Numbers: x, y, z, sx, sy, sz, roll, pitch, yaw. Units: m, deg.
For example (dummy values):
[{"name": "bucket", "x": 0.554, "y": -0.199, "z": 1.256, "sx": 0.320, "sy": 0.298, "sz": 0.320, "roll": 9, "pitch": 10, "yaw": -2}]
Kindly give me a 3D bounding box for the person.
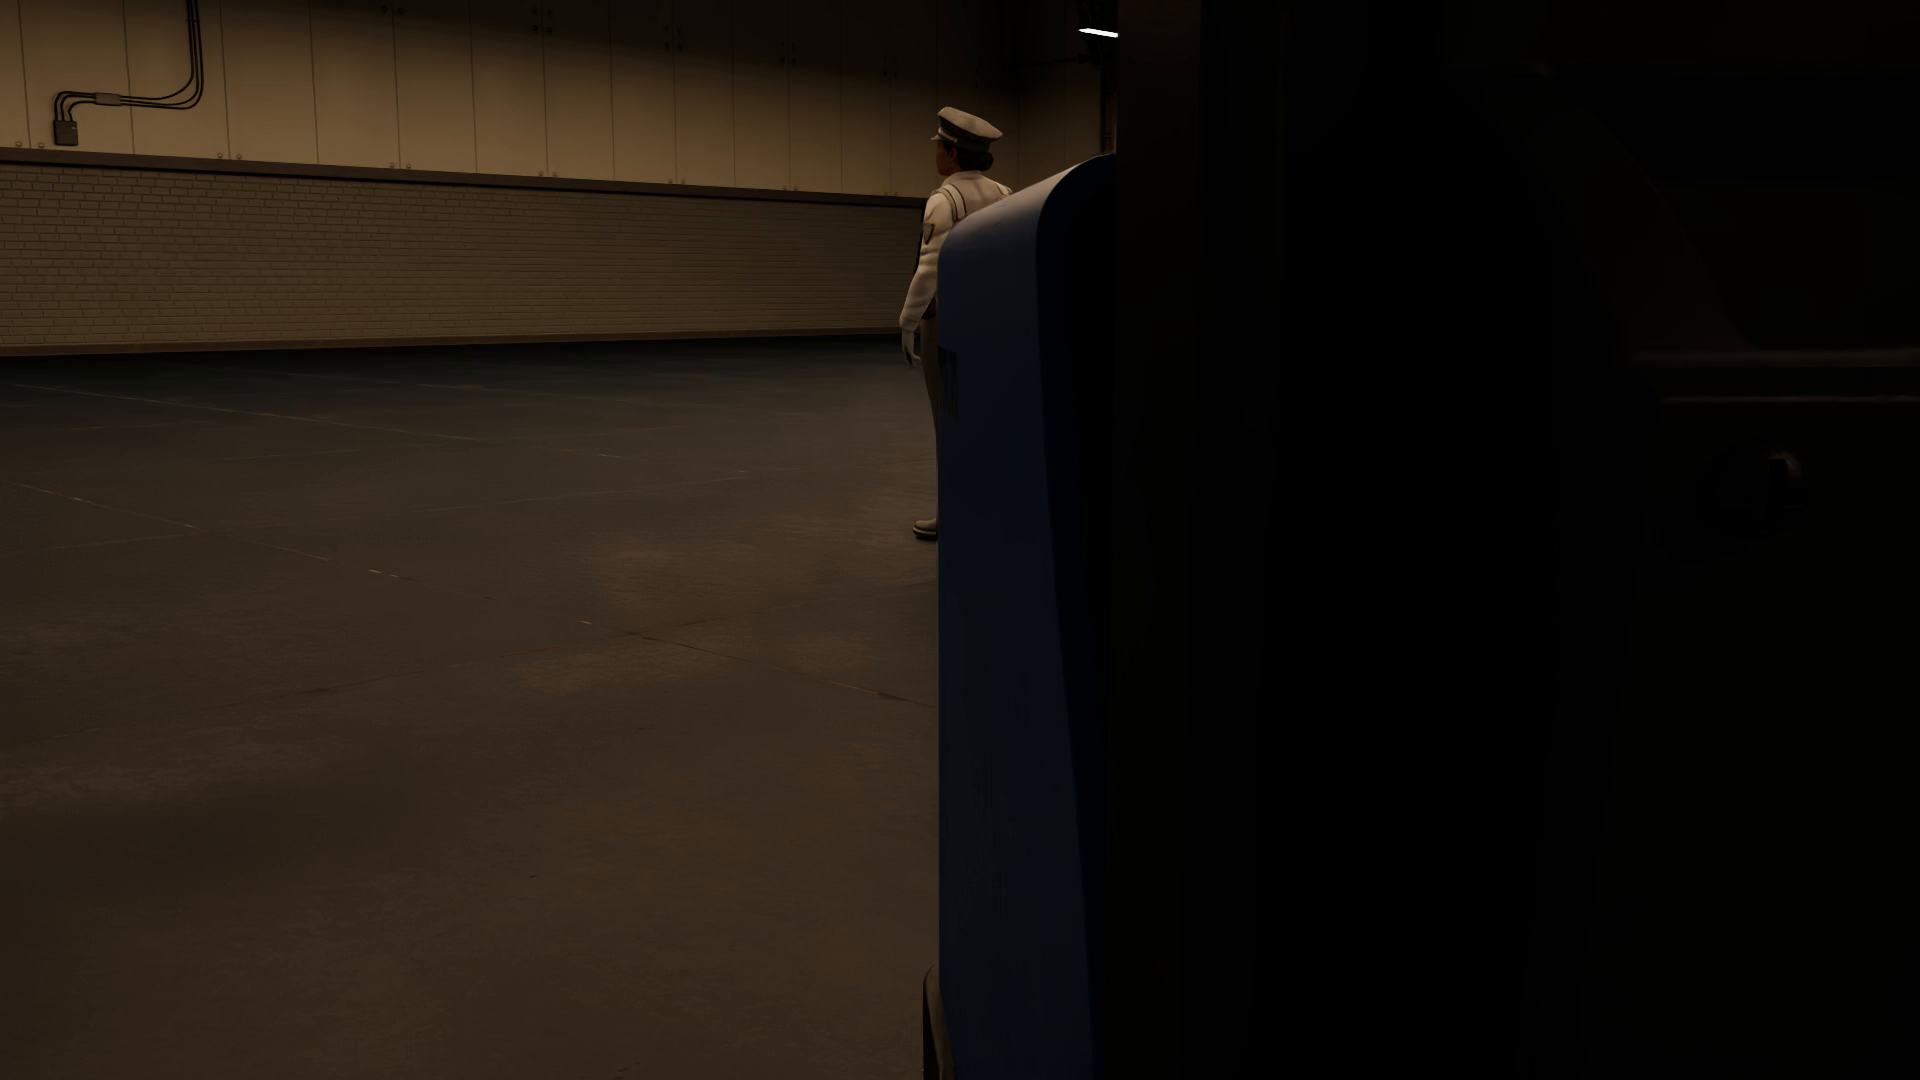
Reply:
[{"name": "person", "x": -0.044, "y": -0.853, "z": 6.643, "sx": 0.530, "sy": 1.694, "sz": 0.586, "roll": 8, "pitch": 12, "yaw": 43}]
